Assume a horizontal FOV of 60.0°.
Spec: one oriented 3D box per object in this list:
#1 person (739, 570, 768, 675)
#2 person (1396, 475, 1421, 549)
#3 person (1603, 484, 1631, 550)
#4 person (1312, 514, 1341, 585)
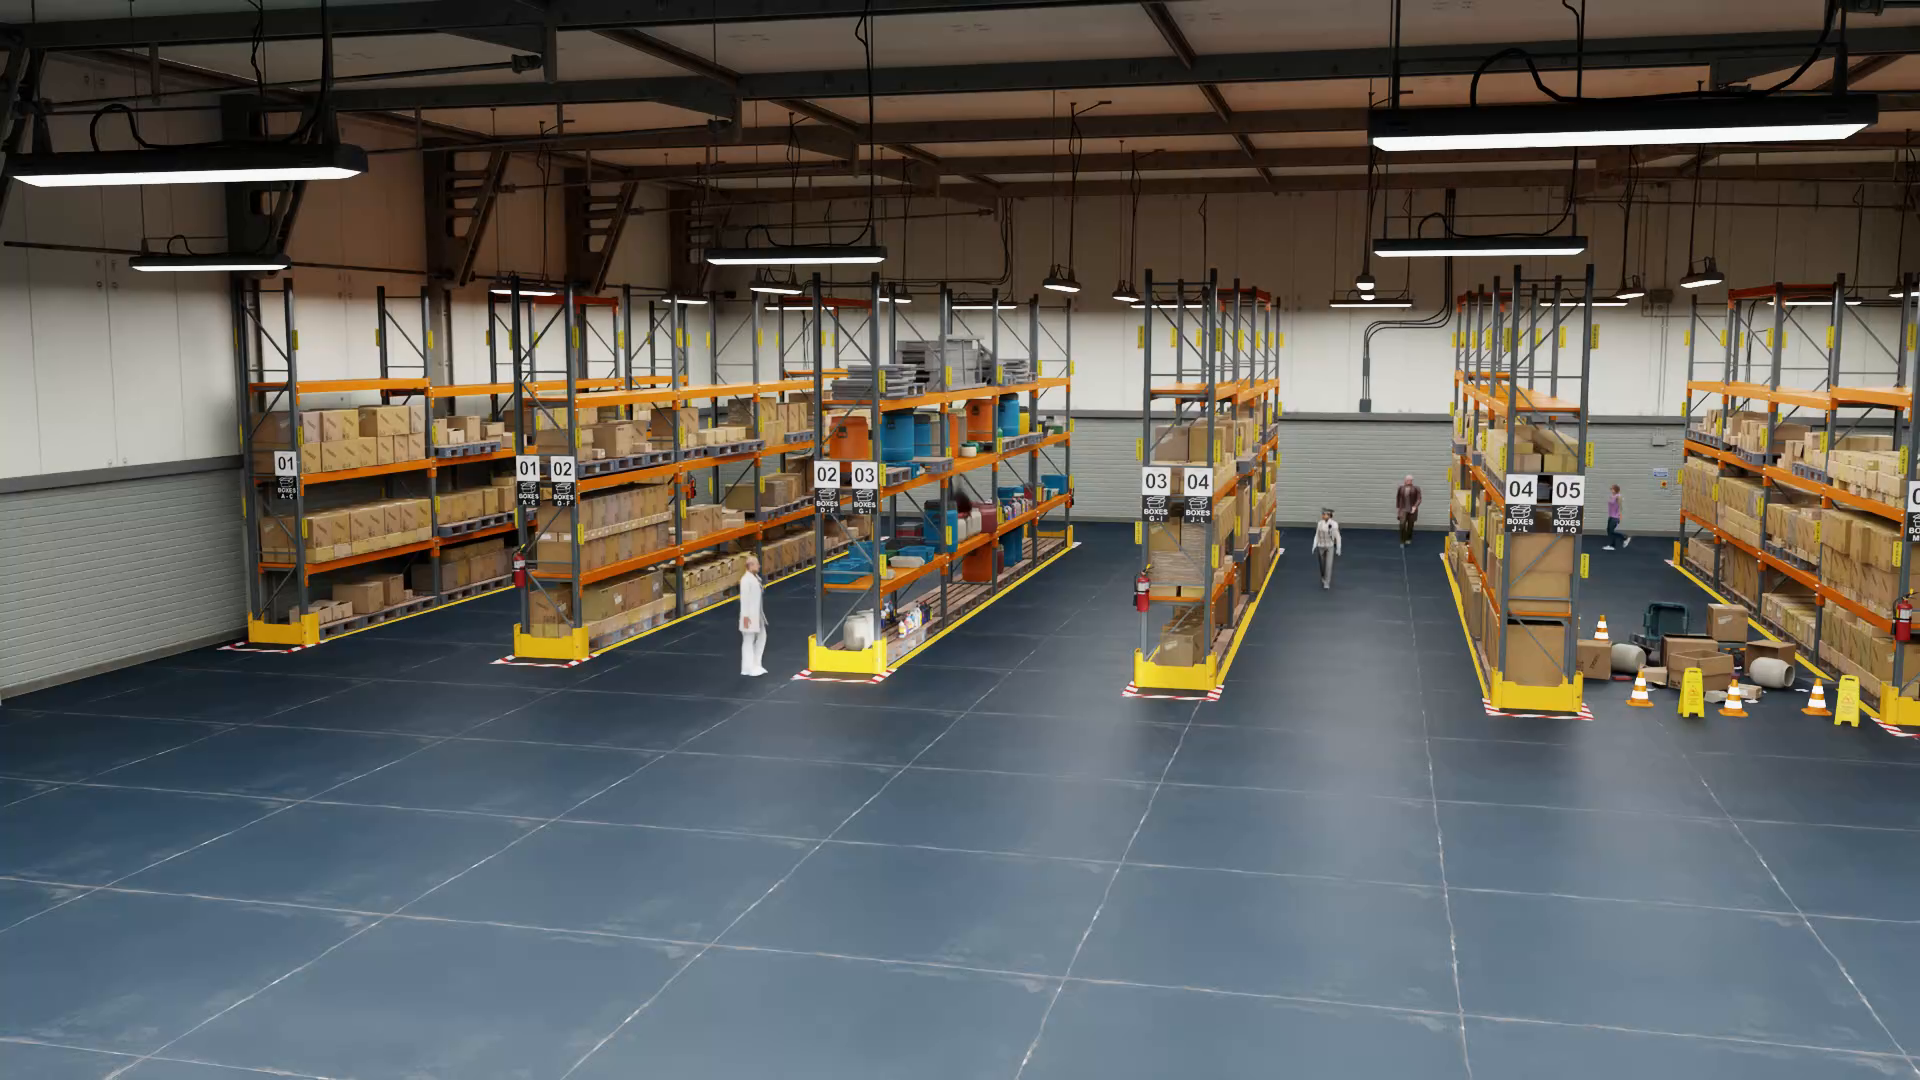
[{"bbox_3d":[-3.121,1.255,24.964,0.393,1.622,0.684,1,7,12],"label":"person"},{"bbox_3d":[10.897,-0.665,40.426,0.612,1.832,0.911,2,7,19],"label":"person"},{"bbox_3d":[15.678,-0.546,39.684,0.572,1.575,0.458,0,7,4],"label":"person"},{"bbox_3d":[7.471,0.125,33.817,0.561,1.556,0.775,3,7,20],"label":"person"}]
